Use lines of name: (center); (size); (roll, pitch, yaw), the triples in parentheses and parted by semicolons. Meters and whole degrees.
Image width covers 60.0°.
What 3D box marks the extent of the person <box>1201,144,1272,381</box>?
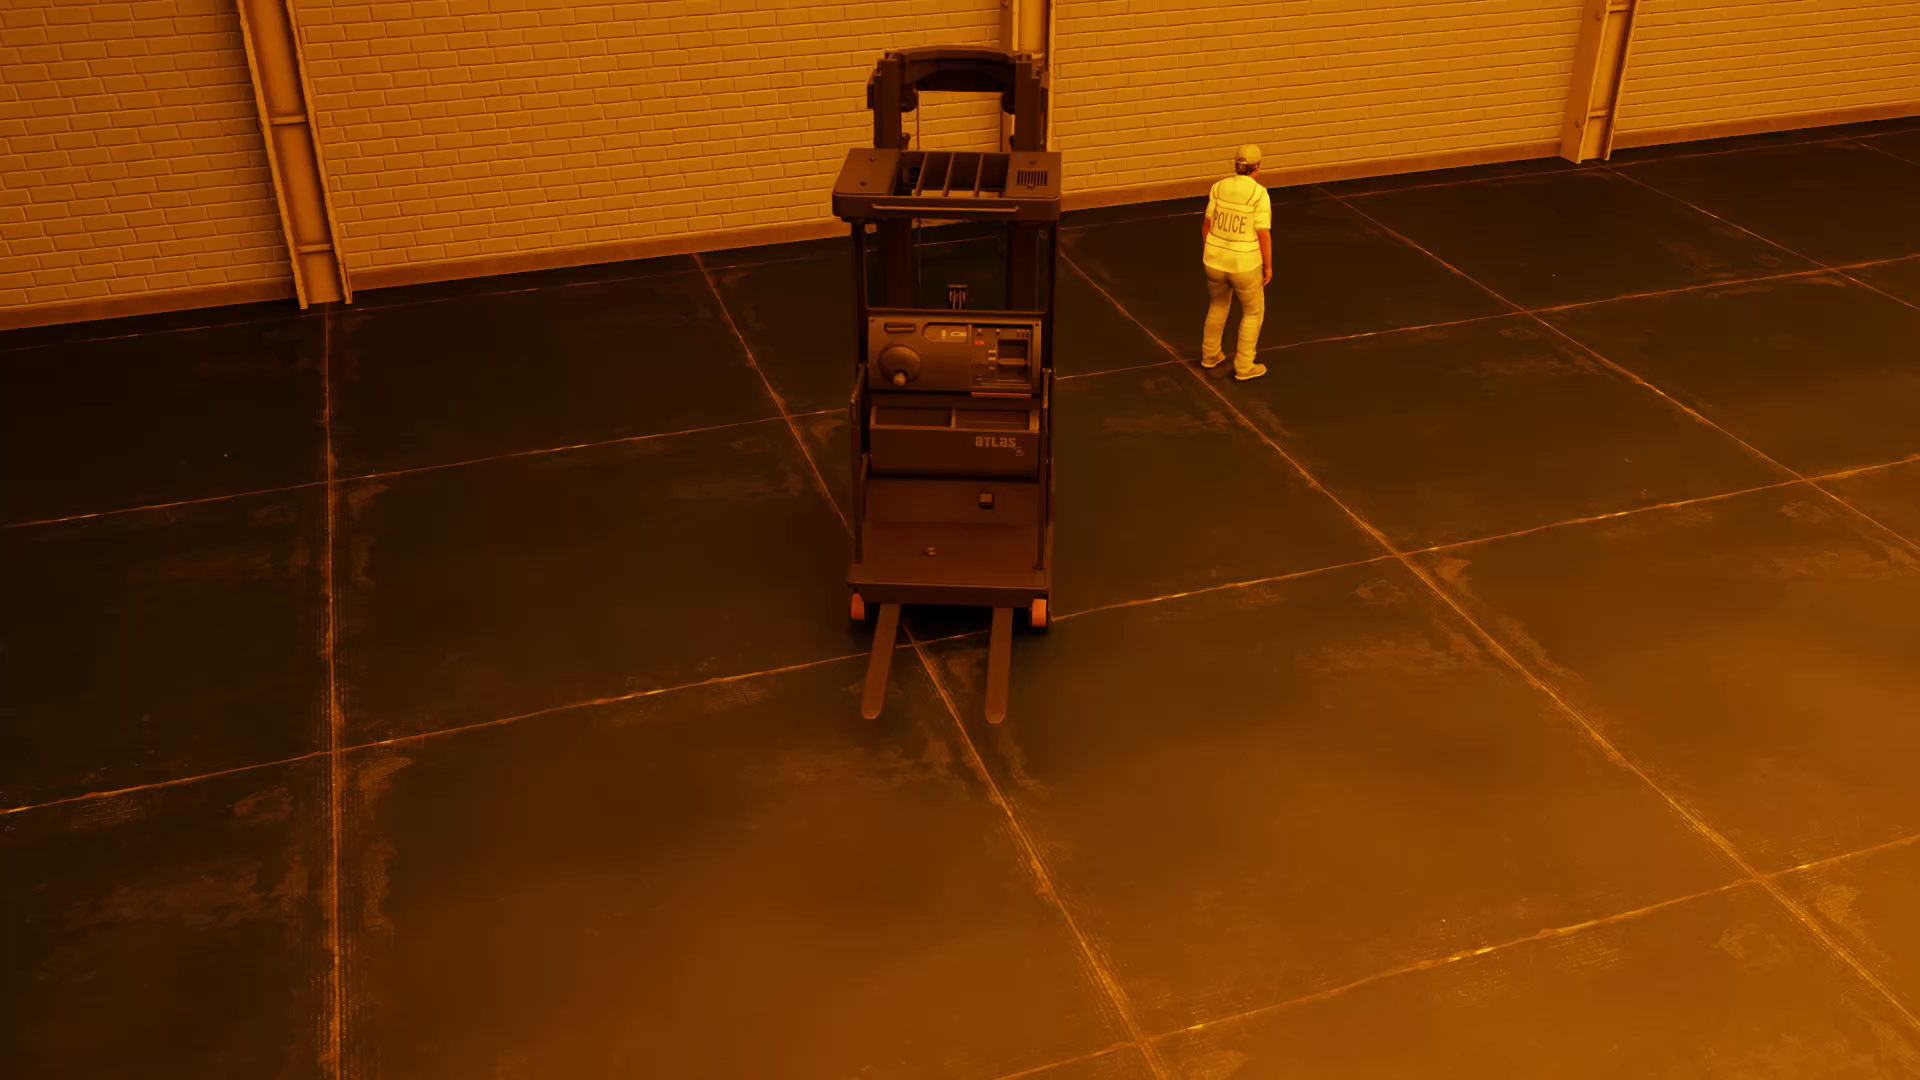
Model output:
person: (1.969, -1.968, 11.788); (0.530, 1.670, 0.459); (22, 36, 33)

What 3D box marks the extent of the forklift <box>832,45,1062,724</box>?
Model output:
forklift: (-0.041, -0.954, 8.746); (1.130, 2.935, 3.031); (2, 30, 3)
